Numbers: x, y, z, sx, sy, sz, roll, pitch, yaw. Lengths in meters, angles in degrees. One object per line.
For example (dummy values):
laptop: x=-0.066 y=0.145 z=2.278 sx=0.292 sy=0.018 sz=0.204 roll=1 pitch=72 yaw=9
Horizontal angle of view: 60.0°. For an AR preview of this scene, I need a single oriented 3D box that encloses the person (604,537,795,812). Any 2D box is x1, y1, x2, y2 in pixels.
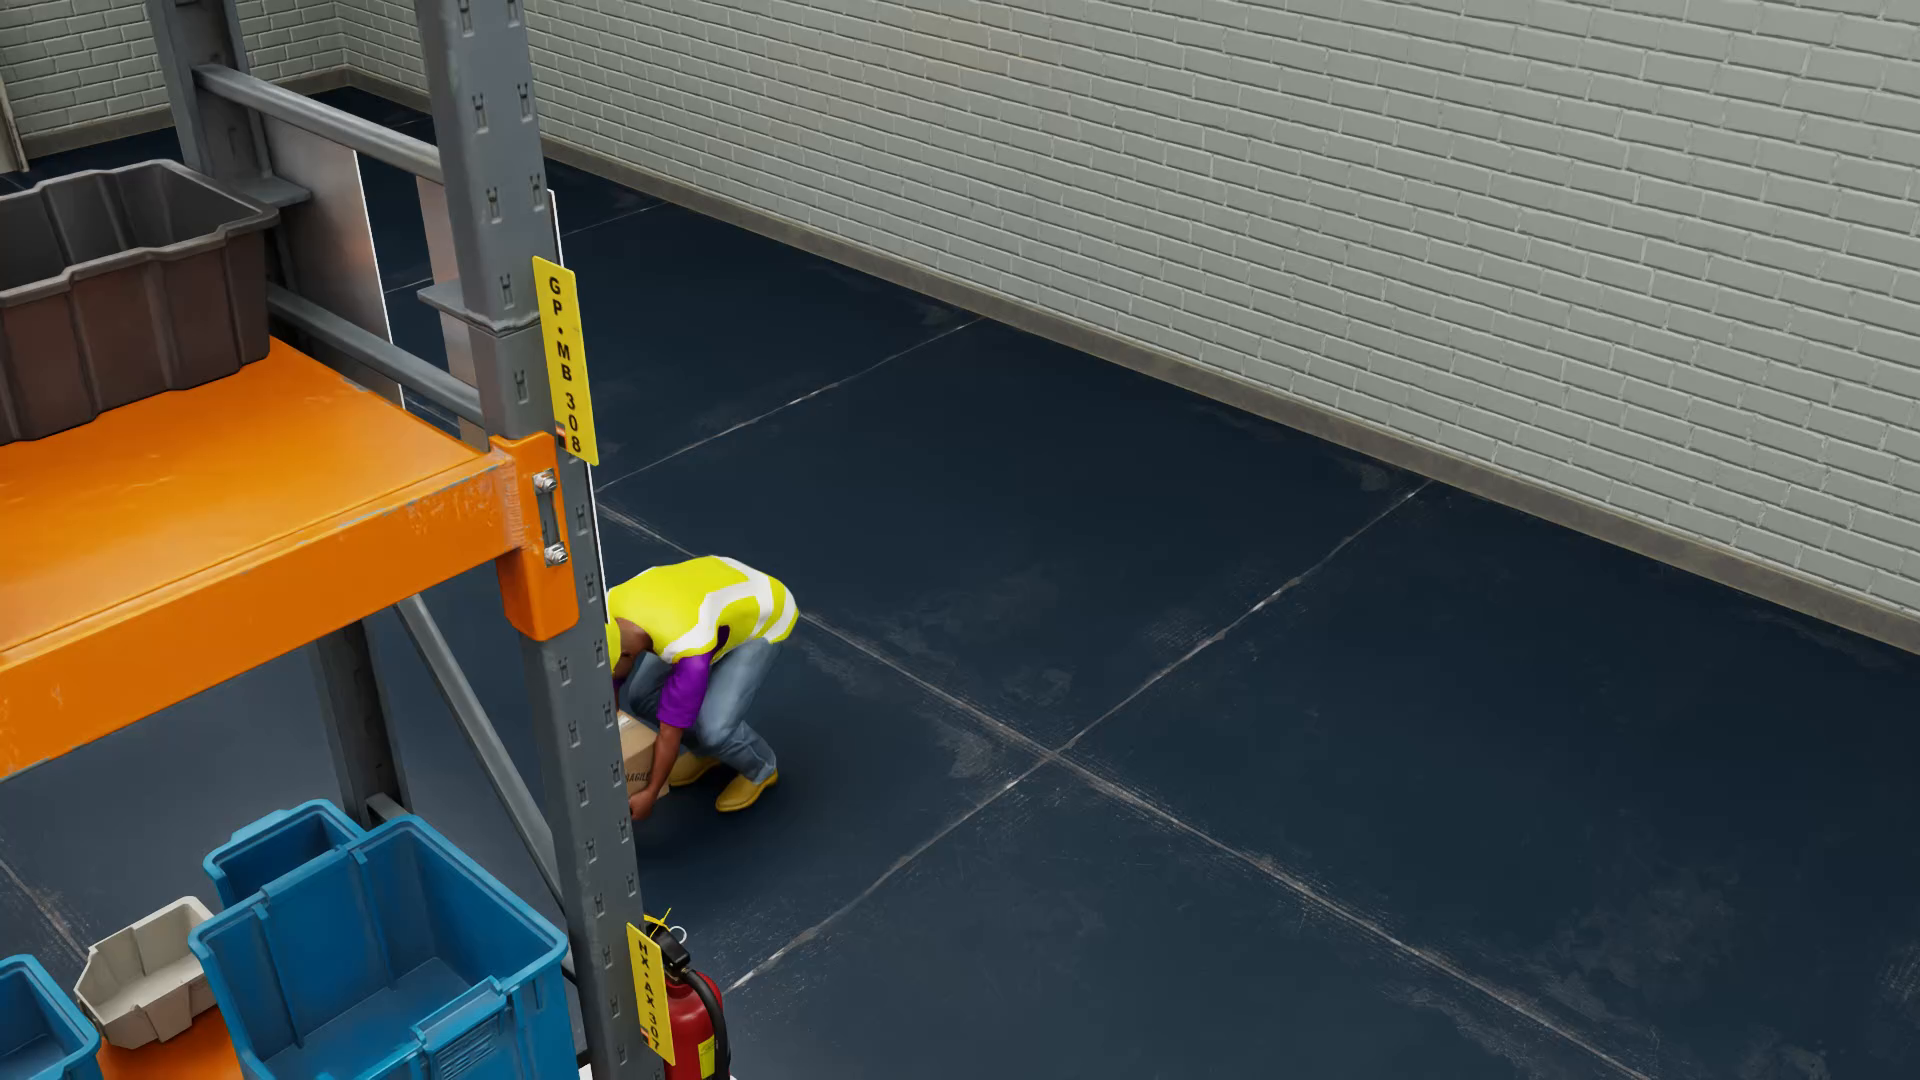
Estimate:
person: x=-0.998 y=0.519 z=5.925 sx=0.510 sy=1.069 sz=0.966 roll=23 pitch=38 yaw=33
